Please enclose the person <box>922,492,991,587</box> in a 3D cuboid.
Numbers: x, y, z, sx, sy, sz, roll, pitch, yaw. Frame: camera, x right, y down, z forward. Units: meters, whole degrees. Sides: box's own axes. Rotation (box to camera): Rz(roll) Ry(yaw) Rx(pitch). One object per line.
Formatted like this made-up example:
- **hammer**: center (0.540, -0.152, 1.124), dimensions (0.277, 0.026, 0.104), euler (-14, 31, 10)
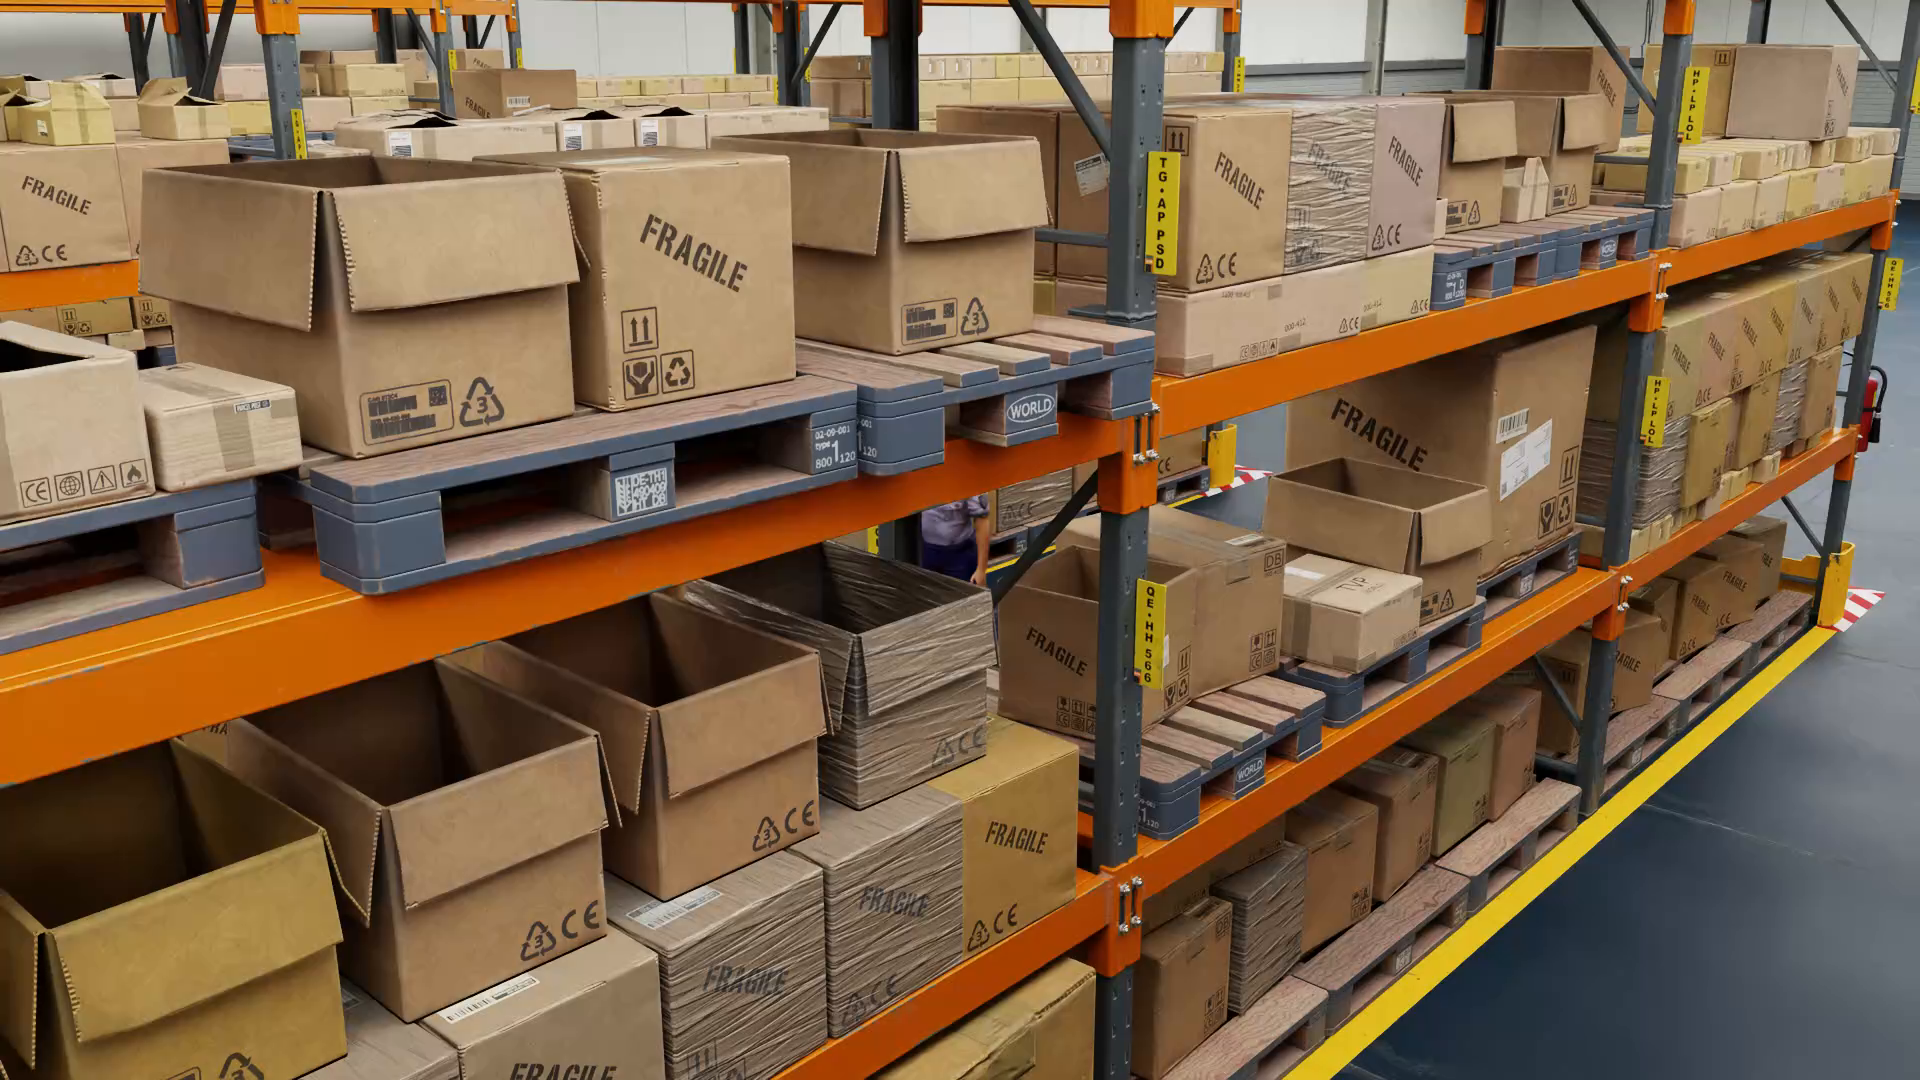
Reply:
- **person**: center (-0.040, 0.147, 9.595), dimensions (0.568, 1.666, 0.360), euler (12, 21, 34)
